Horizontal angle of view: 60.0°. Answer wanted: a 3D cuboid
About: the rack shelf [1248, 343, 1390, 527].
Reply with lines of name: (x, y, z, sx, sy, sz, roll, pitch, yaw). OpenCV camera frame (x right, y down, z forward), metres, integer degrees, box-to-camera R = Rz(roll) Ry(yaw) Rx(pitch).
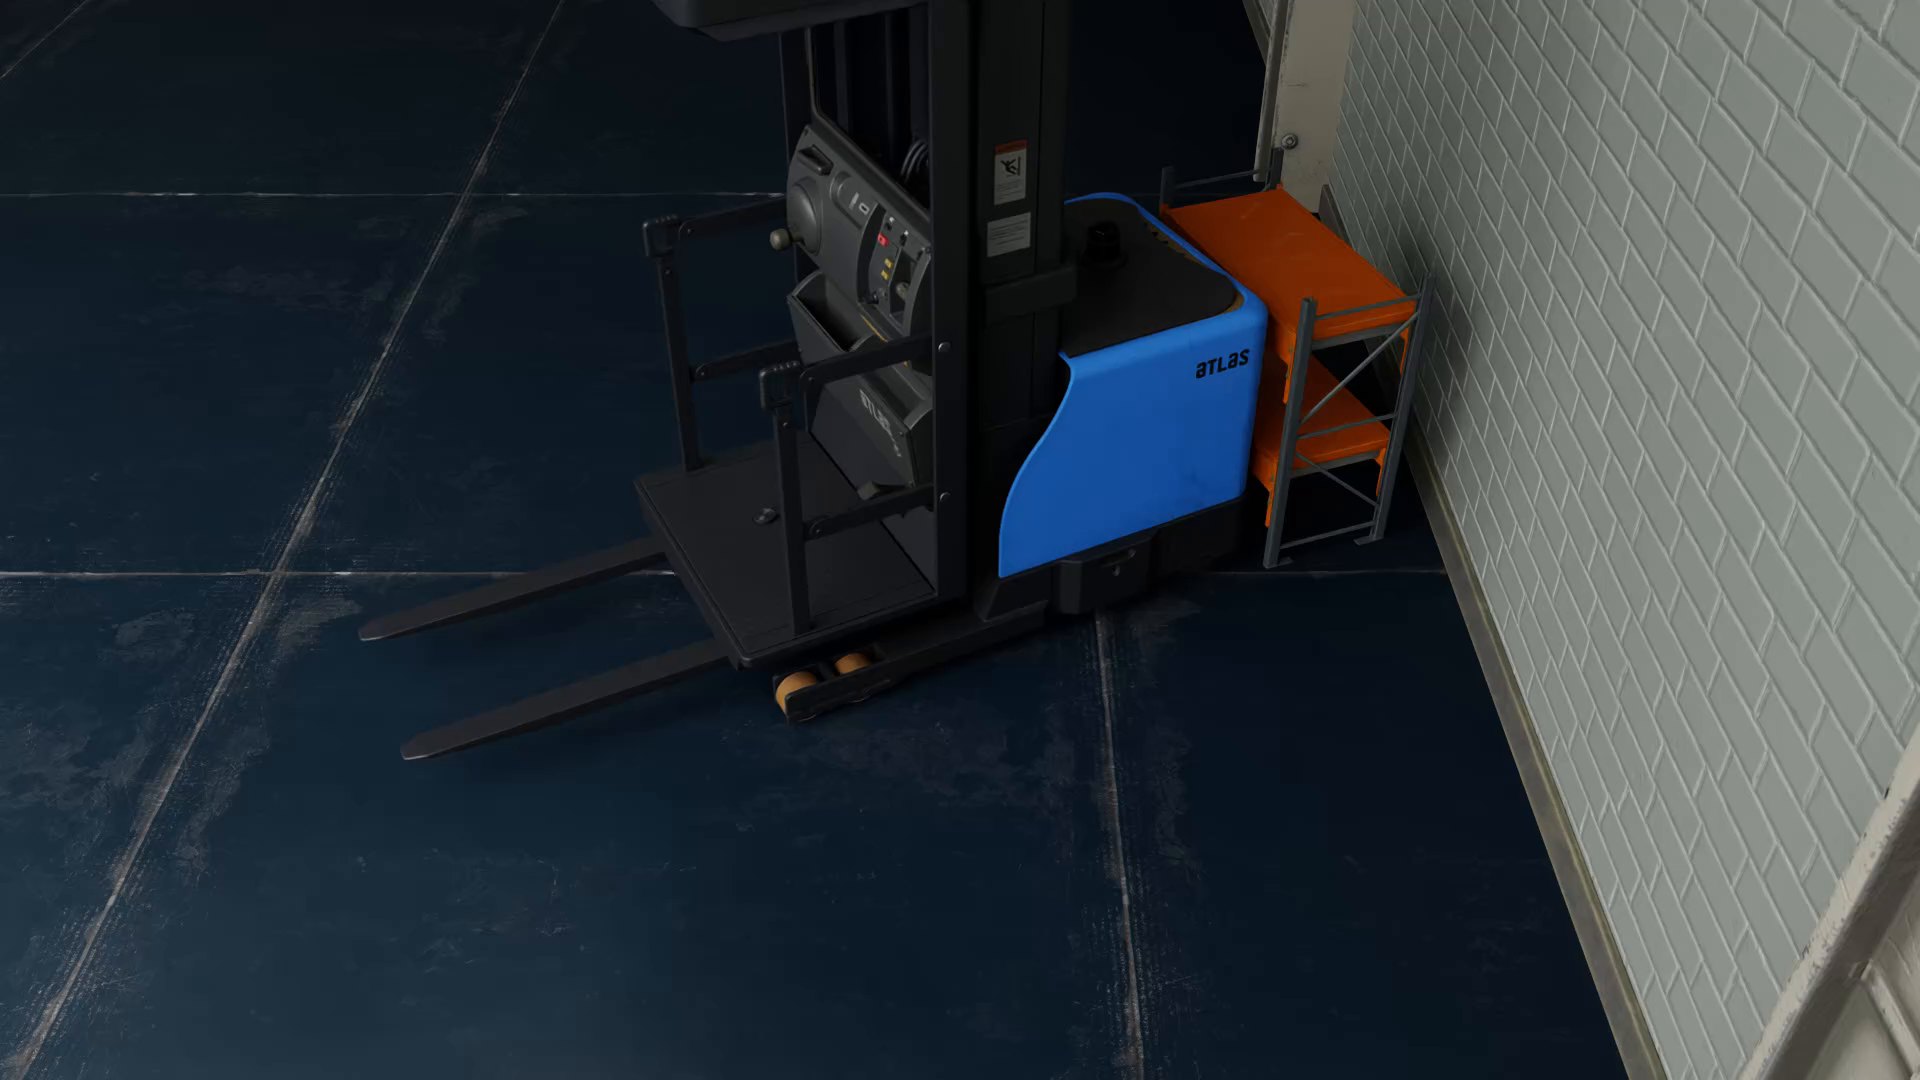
rack shelf: (1.172, -0.502, 6.368, 0.538, 0.278, 1.000, -14, 41, -16)

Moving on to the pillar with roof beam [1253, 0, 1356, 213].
pillar with roof beam: (-2.637, -5.265, 5.624, 9.100, 9.000, 0.400, 0, 39, 0)

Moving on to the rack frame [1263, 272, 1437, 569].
rack frame: (1.355, -0.396, 5.845, 0.500, 1.125, 0.032, -14, 41, -16)

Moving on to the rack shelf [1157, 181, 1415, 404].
rack shelf: (1.172, -0.921, 6.032, 0.538, 0.278, 1.000, -14, 41, -16)

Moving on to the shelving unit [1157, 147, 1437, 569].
shelving unit: (1.172, -0.693, 6.215, 0.538, 1.125, 1.048, -14, 41, -16)

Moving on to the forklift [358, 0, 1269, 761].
forklift: (-0.503, -0.923, 5.058, 3.031, 2.935, 1.130, -18, 42, -21)

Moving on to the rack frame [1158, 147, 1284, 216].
rack frame: (0.989, -0.989, 6.585, 0.500, 1.125, 0.032, -14, 41, -16)
